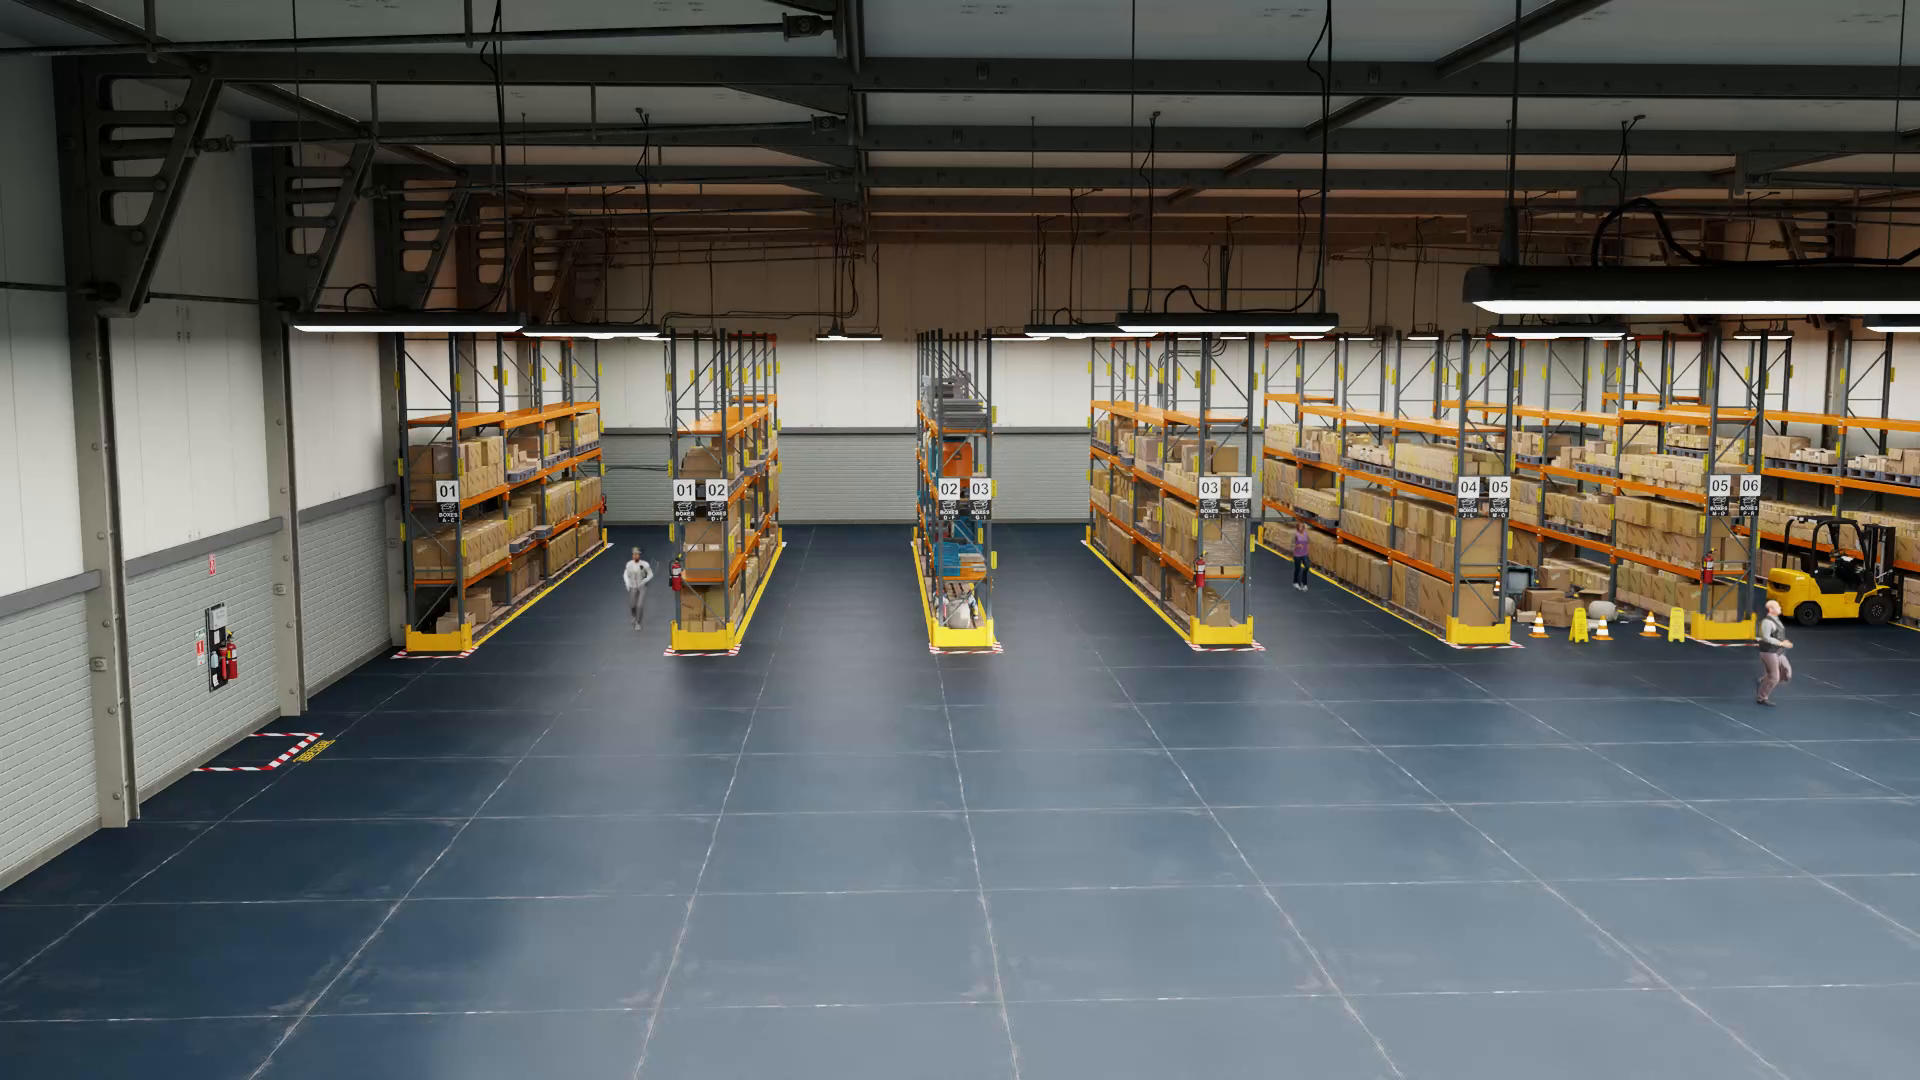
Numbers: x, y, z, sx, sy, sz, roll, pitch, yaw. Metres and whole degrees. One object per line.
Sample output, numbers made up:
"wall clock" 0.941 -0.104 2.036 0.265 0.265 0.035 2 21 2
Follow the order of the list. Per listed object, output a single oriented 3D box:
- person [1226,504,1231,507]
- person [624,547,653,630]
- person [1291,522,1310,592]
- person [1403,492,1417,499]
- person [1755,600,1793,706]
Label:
"person" 7.930 -0.762 48.568 0.523 1.600 0.627 -3 7 -21
"person" -6.471 0.968 33.445 0.605 1.669 0.569 0 7 -1
"person" 7.909 0.390 38.610 0.513 1.634 0.702 -1 7 -6
"person" 13.299 -0.980 49.475 0.669 1.708 0.646 1 7 4
"person" 12.905 1.793 26.334 0.568 1.680 0.653 6 9 42
